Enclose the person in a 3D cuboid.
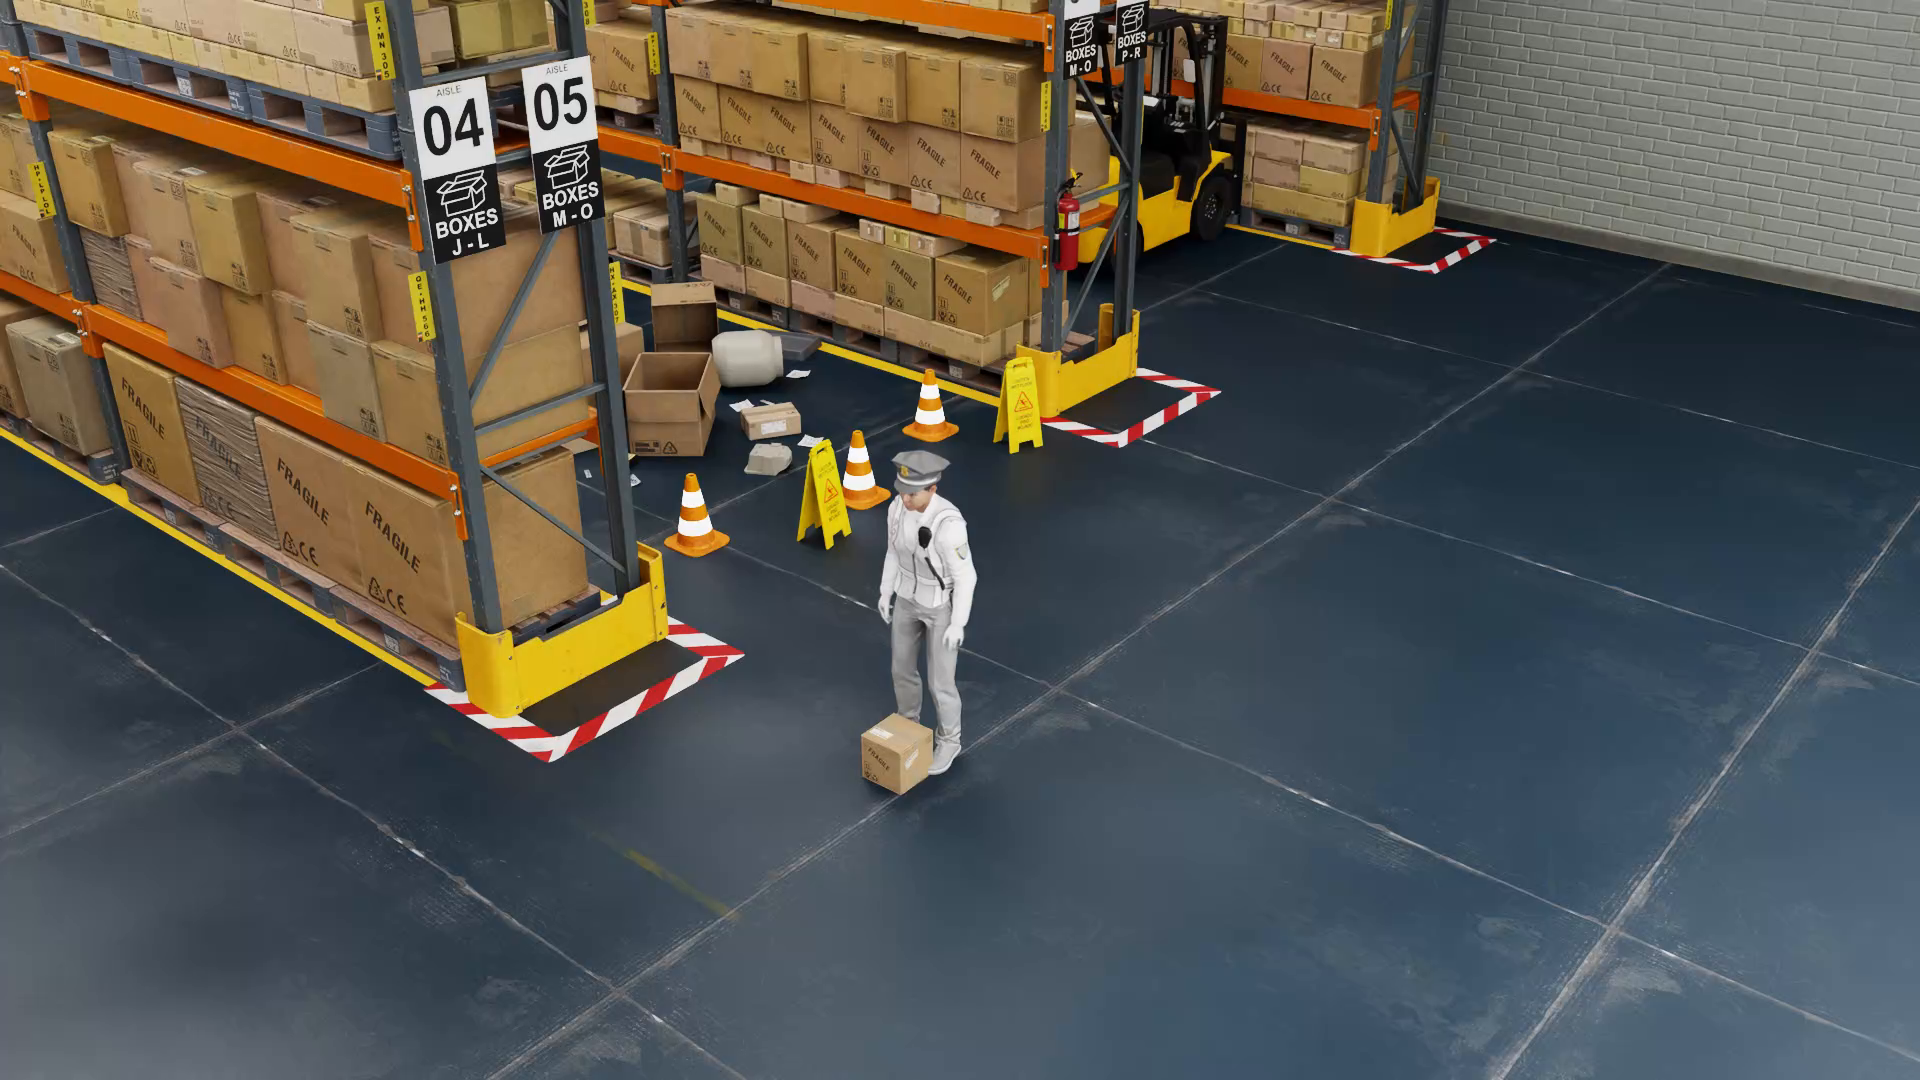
[{"bbox_3d":[-0.163,0.331,7.979,0.528,1.664,0.372,21,34,35],"label":"person"}]
